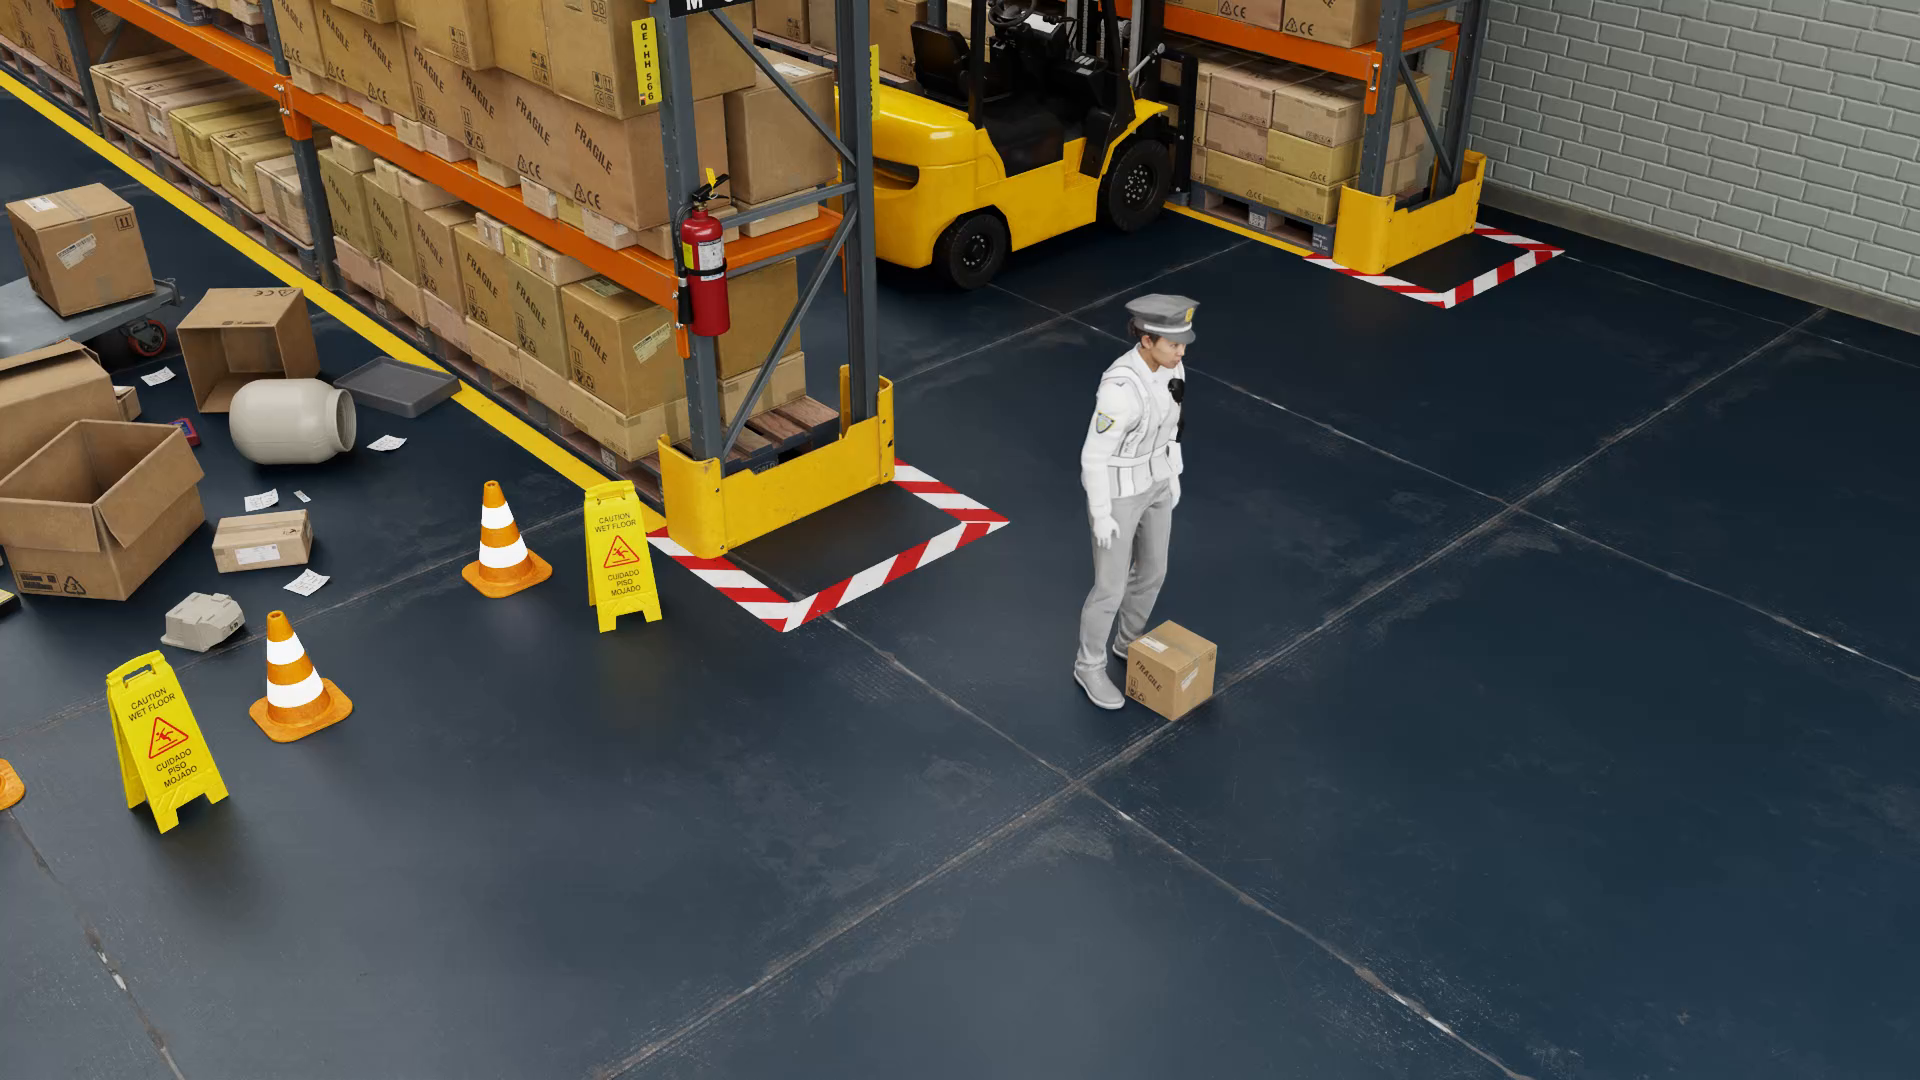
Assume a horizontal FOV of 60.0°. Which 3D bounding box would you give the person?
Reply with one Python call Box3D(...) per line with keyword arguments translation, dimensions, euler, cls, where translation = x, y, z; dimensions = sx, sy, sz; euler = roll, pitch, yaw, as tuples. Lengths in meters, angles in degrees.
Box3D(translation=(0.674, -0.173, 6.410), dimensions=(0.373, 1.662, 0.538), euler=(27, 41, 36), cls="person")
